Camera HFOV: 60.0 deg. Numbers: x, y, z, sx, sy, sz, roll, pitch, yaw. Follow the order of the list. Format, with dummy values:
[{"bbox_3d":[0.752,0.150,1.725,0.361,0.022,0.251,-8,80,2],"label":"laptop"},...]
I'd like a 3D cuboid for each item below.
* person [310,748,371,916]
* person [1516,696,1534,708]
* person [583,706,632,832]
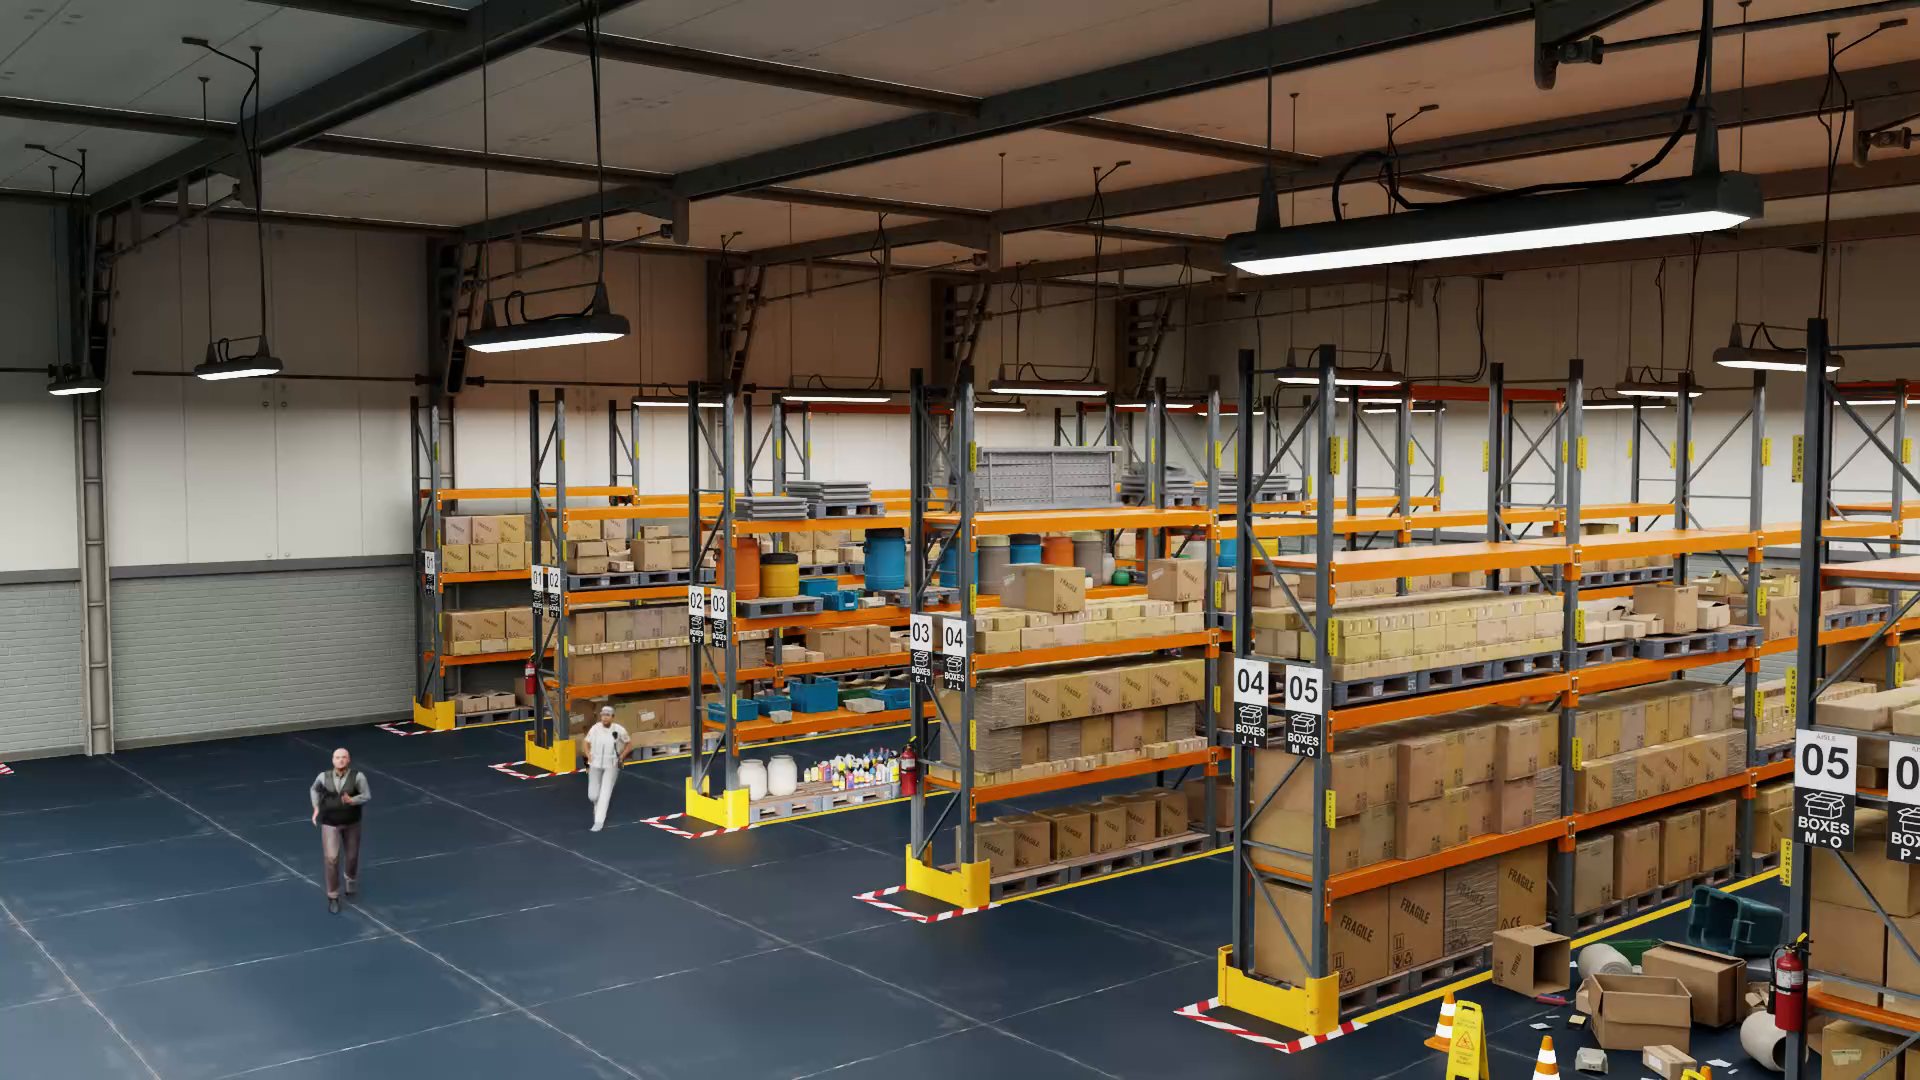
[{"bbox_3d":[-6.888,3.201,18.522,0.633,1.771,0.825,-1,4,-21],"label":"person"},{"bbox_3d":[7.905,2.929,23.221,0.608,1.742,0.667,-3,4,-41],"label":"person"},{"bbox_3d":[-4.744,3.041,22.376,0.633,1.640,0.743,0,3,1],"label":"person"}]
